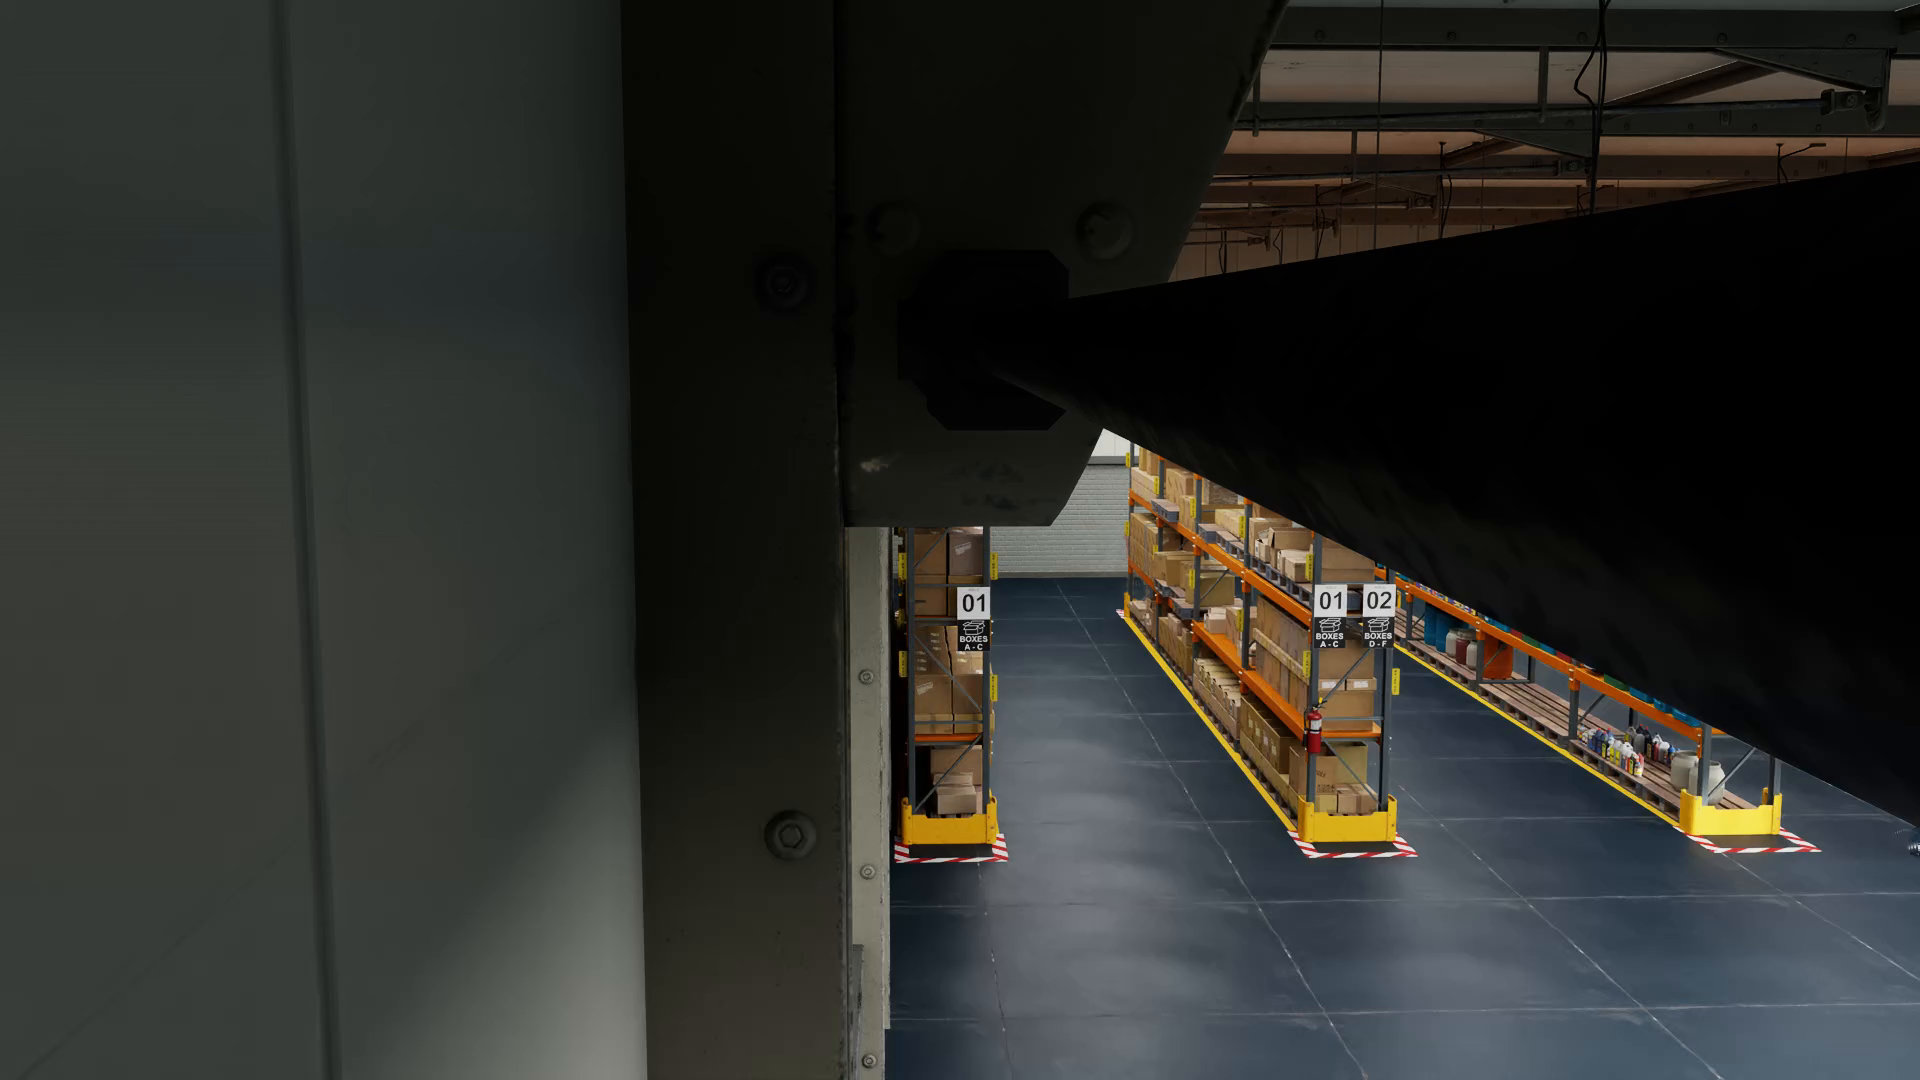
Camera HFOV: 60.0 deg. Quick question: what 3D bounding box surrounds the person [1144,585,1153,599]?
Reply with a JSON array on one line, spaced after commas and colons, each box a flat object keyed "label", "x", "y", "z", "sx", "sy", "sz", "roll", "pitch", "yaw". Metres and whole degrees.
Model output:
[{"label": "person", "x": 4.573, "y": 0.632, "z": 37.962, "sx": 0.645, "sy": 1.789, "sz": 0.852, "roll": -6, "pitch": 9, "yaw": -38}]
